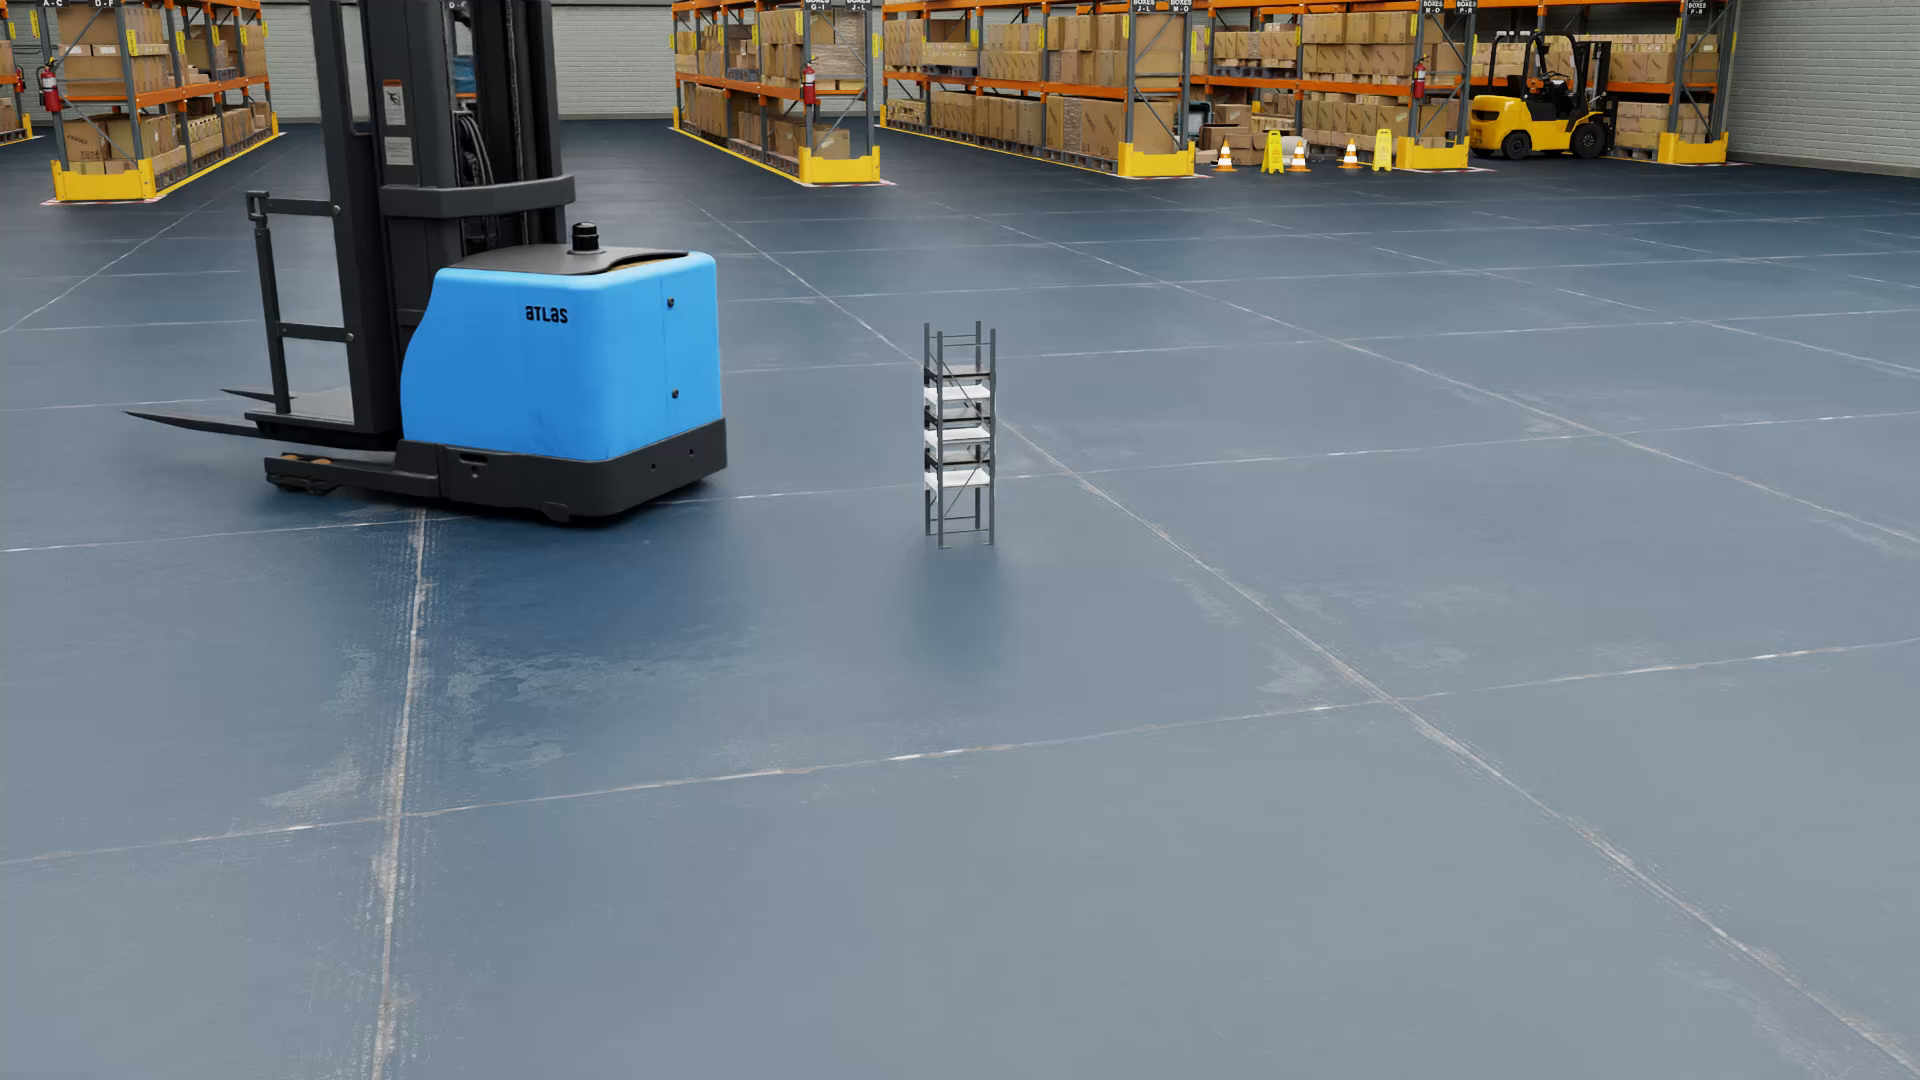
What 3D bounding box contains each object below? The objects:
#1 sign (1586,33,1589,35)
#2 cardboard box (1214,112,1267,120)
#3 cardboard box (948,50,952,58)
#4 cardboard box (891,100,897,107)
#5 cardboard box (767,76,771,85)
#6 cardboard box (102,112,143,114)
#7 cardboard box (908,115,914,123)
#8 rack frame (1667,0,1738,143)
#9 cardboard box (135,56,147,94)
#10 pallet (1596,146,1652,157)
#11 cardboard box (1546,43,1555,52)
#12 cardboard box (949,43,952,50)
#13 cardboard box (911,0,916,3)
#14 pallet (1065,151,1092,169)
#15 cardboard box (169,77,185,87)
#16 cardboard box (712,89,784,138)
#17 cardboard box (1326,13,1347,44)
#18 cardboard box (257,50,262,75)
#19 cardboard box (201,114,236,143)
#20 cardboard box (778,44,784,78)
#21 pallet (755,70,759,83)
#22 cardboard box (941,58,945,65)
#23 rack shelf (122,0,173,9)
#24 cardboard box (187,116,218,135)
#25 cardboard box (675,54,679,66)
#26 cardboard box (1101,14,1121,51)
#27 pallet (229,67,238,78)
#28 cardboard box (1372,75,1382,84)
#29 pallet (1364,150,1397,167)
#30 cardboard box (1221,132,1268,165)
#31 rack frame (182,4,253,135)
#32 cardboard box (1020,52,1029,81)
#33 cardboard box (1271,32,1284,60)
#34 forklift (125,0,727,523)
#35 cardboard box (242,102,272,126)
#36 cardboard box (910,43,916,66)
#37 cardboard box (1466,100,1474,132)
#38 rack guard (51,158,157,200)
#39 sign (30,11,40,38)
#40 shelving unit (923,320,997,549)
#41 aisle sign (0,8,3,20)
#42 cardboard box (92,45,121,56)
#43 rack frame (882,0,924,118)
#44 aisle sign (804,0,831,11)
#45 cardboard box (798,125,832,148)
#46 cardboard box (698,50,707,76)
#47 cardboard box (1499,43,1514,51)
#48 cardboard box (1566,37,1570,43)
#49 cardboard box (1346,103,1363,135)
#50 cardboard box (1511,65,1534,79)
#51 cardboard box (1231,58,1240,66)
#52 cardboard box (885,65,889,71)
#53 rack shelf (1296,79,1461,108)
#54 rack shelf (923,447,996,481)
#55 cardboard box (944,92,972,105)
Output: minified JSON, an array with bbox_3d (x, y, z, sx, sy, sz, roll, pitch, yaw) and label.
[{"bbox_3d":[11.969,-9.526,31.810,0.100,0.325,0.005,-5,17,-15],"label":"sign"},{"bbox_3d":[5.711,-8.528,33.967,0.950,0.372,0.625,-6,18,-19],"label":"cardboard box"},{"bbox_3d":[-0.024,-9.932,33.991,0.380,0.149,0.250,-5,17,-16],"label":"cardboard box"},{"bbox_3d":[-1.410,-10.338,39.347,0.380,0.149,0.250,-5,17,-15],"label":"cardboard box"},{"bbox_3d":[-2.942,-7.512,27.183,0.380,0.149,0.250,-5,17,-15],"label":"cardboard box"},{"bbox_3d":[-12.563,-6.161,24.994,0.500,0.500,0.500,-5,17,-15],"label":"cardboard box"},{"bbox_3d":[-0.986,-9.633,38.034,0.380,0.149,0.250,-5,17,-15],"label":"cardboard box"},{"bbox_3d":[12.535,-7.923,28.115,1.000,3.000,0.127,-5,17,-15],"label":"rack frame"},{"bbox_3d":[-11.686,-6.425,22.953,0.700,0.500,0.500,-5,17,-15],"label":"cardboard box"},{"bbox_3d":[11.953,-7.133,30.331,1.003,0.211,1.213,-5,17,-15],"label":"pallet"},{"bbox_3d":[11.271,-9.279,31.328,0.380,0.149,0.250,-5,17,-16],"label":"cardboard box"},{"bbox_3d":[-0.018,-10.071,33.938,0.380,0.149,0.250,-5,17,-15],"label":"cardboard box"},{"bbox_3d":[-0.786,-12.048,36.893,0.500,0.250,0.500,-5,17,-15],"label":"cardboard box"},{"bbox_3d":[2.406,-6.327,27.647,1.003,0.211,1.213,-5,17,-15],"label":"pallet"},{"bbox_3d":[-12.437,-7.211,26.182,0.380,0.149,0.250,-5,17,-15],"label":"cardboard box"},{"bbox_3d":[-4.133,-8.335,32.450,1.225,0.875,0.875,-6,18,-18],"label":"cardboard box"},{"bbox_3d":[6.808,-8.882,28.880,0.700,0.500,0.500,-5,17,-16],"label":"cardboard box"},{"bbox_3d":[-15.025,-10.054,35.034,0.500,0.500,0.500,-5,17,-15],"label":"cardboard box"},{"bbox_3d":[-13.489,-7.483,30.231,0.500,0.500,0.500,-5,18,-17],"label":"cardboard box"},{"bbox_3d":[-2.364,-7.501,26.017,0.875,0.500,0.500,-5,17,-15],"label":"cardboard box"},{"bbox_3d":[-2.934,-7.984,28.650,1.003,0.211,1.213,-5,17,-15],"label":"pallet"},{"bbox_3d":[-0.169,-9.934,34.518,0.380,0.149,0.250,-6,18,-18],"label":"cardboard box"},{"bbox_3d":[-11.840,-7.609,23.107,1.077,0.370,4.000,-5,17,-15],"label":"rack shelf"},{"bbox_3d":[-12.959,-7.061,28.320,0.500,0.311,0.500,-5,17,-16],"label":"cardboard box"},{"bbox_3d":[-6.289,-11.088,38.396,0.500,0.250,0.500,-5,17,-17],"label":"cardboard box"},{"bbox_3d":[2.728,-7.950,26.066,0.875,0.550,0.550,-5,17,-15],"label":"cardboard box"},{"bbox_3d":[-14.474,-8.962,31.906,1.003,0.211,1.213,-5,17,-15],"label":"pallet"},{"bbox_3d":[7.129,-7.699,27.804,0.380,0.149,0.250,-4,17,-14],"label":"cardboard box"},{"bbox_3d":[7.554,-6.443,28.034,1.003,0.211,1.213,-5,17,-15],"label":"pallet"},{"bbox_3d":[4.847,-6.620,28.115,0.637,0.503,0.797,11,20,32],"label":"cardboard box"},{"bbox_3d":[-14.588,-9.283,32.643,1.000,3.000,0.127,-5,17,-15],"label":"rack frame"},{"bbox_3d":[1.394,-8.528,29.954,0.500,0.500,0.500,-5,17,-16],"label":"cardboard box"},{"bbox_3d":[6.179,-9.274,31.192,0.500,0.500,0.500,-5,17,-15],"label":"cardboard box"},{"bbox_3d":[-2.661,-1.740,7.648,3.031,2.935,1.130,7,18,23],"label":"forklift"},{"bbox_3d":[-15.301,-9.272,36.187,0.500,0.500,0.500,-5,17,-15],"label":"cardboard box"},{"bbox_3d":[-0.812,-10.875,37.252,0.500,0.500,0.500,-5,17,-17],"label":"cardboard box"},{"bbox_3d":[10.867,-8.660,33.965,0.875,0.625,0.625,-5,18,-18],"label":"cardboard box"},{"bbox_3d":[-11.284,-4.760,21.930,1.175,0.500,0.348,-5,17,-15],"label":"rack guard"},{"bbox_3d":[-11.816,-6.593,21.262,0.100,0.325,0.005,-5,17,-15],"label":"sign"},{"bbox_3d":[-0.002,-0.433,6.830,0.258,0.900,0.210,-5,17,-15],"label":"shelving unit"},{"bbox_3d":[-20.181,-11.286,34.791,0.394,0.787,0.004,-5,17,-15],"label":"aisle sign"},{"bbox_3d":[-11.191,-6.448,21.903,0.380,0.149,0.250,-5,17,-16],"label":"cardboard box"},{"bbox_3d":[-1.365,-11.536,40.143,1.000,3.000,0.127,-5,17,-15],"label":"rack frame"},{"bbox_3d":[-2.036,-7.950,23.687,0.394,0.787,0.004,-5,17,-15],"label":"aisle sign"},{"bbox_3d":[-2.271,-6.262,26.198,0.500,0.500,0.500,-3,17,-10],"label":"cardboard box"},{"bbox_3d":[-5.176,-9.966,34.743,0.500,0.500,0.500,-5,17,-15],"label":"cardboard box"},{"bbox_3d":[10.824,-9.669,32.626,0.380,0.149,0.250,-5,18,-17],"label":"cardboard box"},{"bbox_3d":[11.476,-9.284,30.827,0.380,0.149,0.250,-5,17,-16],"label":"cardboard box"},{"bbox_3d":[7.014,-7.258,28.648,0.500,0.500,0.500,-5,17,-17],"label":"cardboard box"},{"bbox_3d":[11.046,-9.077,32.215,0.500,0.250,0.500,-4,17,-14],"label":"cardboard box"},{"bbox_3d":[5.608,-9.481,33.007,0.380,0.149,0.250,-5,17,-15],"label":"cardboard box"},{"bbox_3d":[-1.591,-11.300,39.794,0.380,0.149,0.250,-5,17,-16],"label":"cardboard box"},{"bbox_3d":[7.214,-7.738,28.750,1.077,0.370,4.000,-5,17,-15],"label":"rack shelf"},{"bbox_3d":[-0.002,-0.315,6.866,0.258,0.077,0.200,-5,17,-15],"label":"rack shelf"},{"bbox_3d":[-0.032,-9.279,34.940,0.500,0.250,0.500,-4,17,-13],"label":"cardboard box"}]
